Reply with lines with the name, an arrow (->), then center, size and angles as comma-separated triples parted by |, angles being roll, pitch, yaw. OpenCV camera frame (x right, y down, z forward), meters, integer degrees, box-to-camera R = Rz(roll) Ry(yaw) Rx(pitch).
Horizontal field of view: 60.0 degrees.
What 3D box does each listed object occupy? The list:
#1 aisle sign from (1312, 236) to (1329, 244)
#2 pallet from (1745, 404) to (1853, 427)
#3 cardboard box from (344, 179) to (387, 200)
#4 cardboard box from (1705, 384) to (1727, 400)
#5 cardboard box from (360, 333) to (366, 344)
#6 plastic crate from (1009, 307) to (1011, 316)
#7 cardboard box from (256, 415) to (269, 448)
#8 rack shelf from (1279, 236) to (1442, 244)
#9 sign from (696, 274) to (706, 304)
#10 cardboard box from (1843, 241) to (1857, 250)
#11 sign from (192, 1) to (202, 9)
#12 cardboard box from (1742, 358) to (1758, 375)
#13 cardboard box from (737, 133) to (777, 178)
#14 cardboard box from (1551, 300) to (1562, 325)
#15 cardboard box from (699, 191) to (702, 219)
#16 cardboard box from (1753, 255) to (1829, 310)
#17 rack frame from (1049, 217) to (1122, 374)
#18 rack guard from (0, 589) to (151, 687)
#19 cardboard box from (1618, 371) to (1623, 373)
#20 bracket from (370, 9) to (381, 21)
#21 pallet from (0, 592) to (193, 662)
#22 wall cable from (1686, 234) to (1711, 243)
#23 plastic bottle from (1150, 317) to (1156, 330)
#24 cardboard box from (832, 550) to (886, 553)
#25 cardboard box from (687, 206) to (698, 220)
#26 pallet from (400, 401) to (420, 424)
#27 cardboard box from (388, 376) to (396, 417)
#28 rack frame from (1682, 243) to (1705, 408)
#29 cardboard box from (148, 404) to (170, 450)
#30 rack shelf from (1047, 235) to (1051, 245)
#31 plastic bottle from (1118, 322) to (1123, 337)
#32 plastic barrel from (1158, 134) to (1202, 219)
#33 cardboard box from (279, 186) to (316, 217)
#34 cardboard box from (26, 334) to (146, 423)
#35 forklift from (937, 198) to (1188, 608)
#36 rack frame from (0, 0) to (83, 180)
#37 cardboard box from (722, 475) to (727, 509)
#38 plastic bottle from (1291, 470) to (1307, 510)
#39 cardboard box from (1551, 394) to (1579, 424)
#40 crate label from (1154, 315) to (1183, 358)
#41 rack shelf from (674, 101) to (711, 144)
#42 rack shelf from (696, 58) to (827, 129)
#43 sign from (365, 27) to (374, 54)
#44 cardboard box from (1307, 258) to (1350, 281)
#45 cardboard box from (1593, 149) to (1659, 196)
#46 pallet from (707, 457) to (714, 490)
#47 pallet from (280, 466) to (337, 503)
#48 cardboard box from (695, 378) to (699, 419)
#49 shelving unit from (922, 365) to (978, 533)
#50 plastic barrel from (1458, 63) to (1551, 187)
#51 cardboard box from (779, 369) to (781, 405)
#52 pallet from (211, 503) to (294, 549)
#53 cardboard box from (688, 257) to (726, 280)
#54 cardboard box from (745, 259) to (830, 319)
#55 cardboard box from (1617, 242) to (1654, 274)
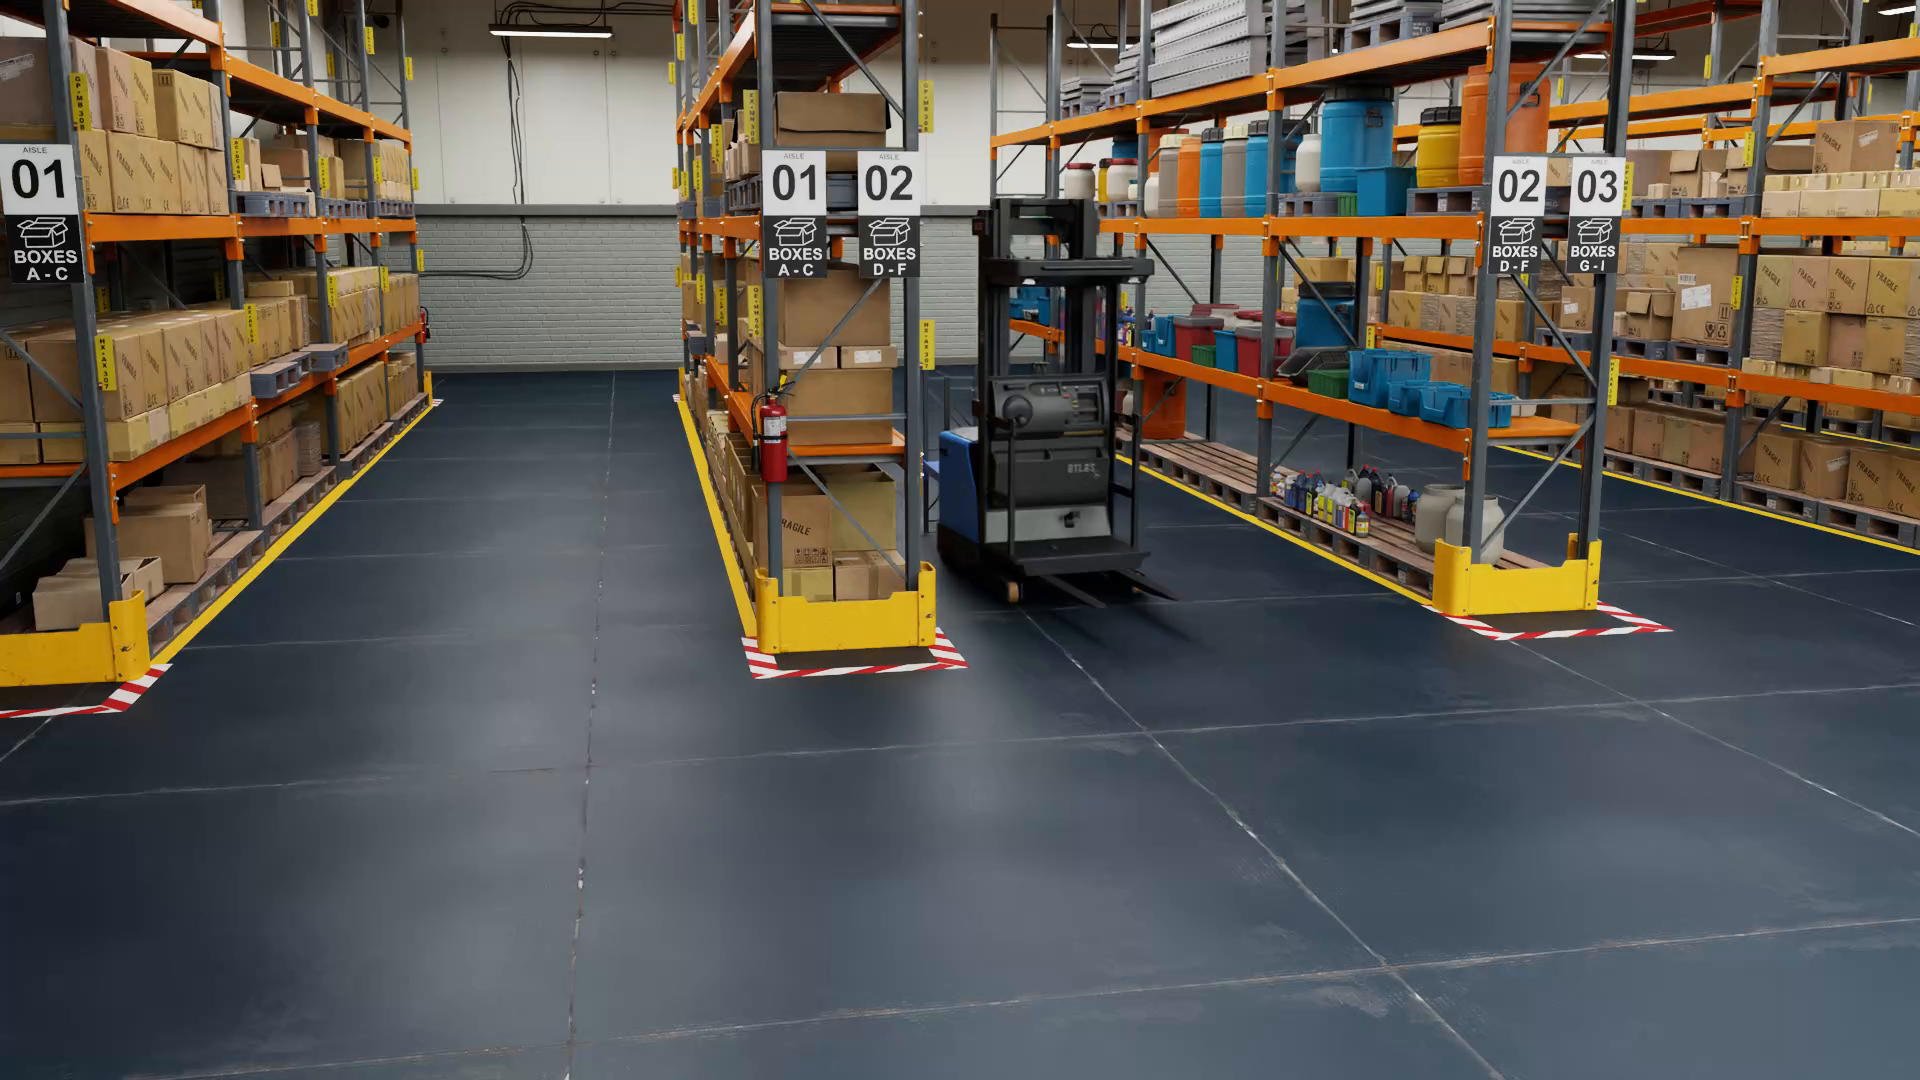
aisle sign -> 6.124, -5.385, 28.013 | 0.394, 0.787, 0.004 | -2, 11, -11
pallet -> 11.900, -1.775, 23.458 | 1.003, 0.211, 1.213 | -2, 11, -11
cardboard box -> -7.831, -4.601, 21.837 | 0.500, 0.250, 0.500 | -2, 11, -11
cardboard box -> 11.390, -2.345, 24.557 | 0.500, 0.500, 0.500 | -2, 11, -9
cardboard box -> -7.442, -2.456, 20.197 | 0.380, 0.149, 0.250 | -2, 11, -11
plastic crate -> 0.823, -3.560, 25.923 | 0.250, 0.136, 0.298 | -2, 11, -11
cardboard box -> -6.752, -1.009, 15.480 | 0.500, 0.250, 0.500 | -2, 11, -13
rack shelf -> 6.232, -4.837, 25.989 | 1.077, 0.370, 4.000 | -2, 11, -11
sign -> -2.849, -2.765, 18.318 | 0.100, 0.325, 0.005 | -2, 11, -11
cardboard box -> 15.489, -5.083, 28.703 | 0.380, 0.149, 0.250 | -2, 11, -13
sign -> -7.721, -5.539, 16.809 | 0.100, 0.325, 0.005 | -2, 11, -11
cardboard box -> 7.924, -1.709, 16.325 | 0.380, 0.149, 0.250 | -2, 11, -11
cardboard box -> -1.353, -2.798, 12.093 | 0.500, 0.311, 0.500 | -1, 11, -4
cardboard box -> 7.572, -2.765, 20.932 | 0.500, 0.500, 0.500 | -2, 11, -9
cardboard box -> -2.536, -3.952, 19.147 | 0.910, 0.500, 0.500 | -2, 11, -11
cardboard box -> 8.015, -2.477, 15.953 | 0.500, 0.500, 0.500 | -2, 11, -11
rack frame -> 1.763, -3.170, 23.329 | 1.000, 3.000, 0.127 | -2, 11, -11
rack guard -> -5.636, 0.605, 10.180 | 1.175, 0.500, 0.348 | -2, 11, -11
cardboard box -> 10.935, -2.804, 27.110 | 0.380, 0.149, 0.250 | -2, 11, -8
bracket -> -10.185, -9.138, 29.012 | 0.076, 0.066, 3.189 | -2, 11, -11
pallet -> -5.759, 0.597, 10.996 | 1.003, 0.211, 1.213 | -2, 11, -11
wall cable -> 15.833, -6.030, 35.639 | 0.588, 1.984, 0.122 | -2, 11, -11
plastic bottle -> 2.504, -2.721, 21.301 | 0.152, 0.276, 0.135 | -2, 11, -11
cardboard box -> -0.750, 0.157, 12.081 | 0.500, 0.250, 0.500 | -2, 11, -11
cardboard box -> -3.452, -4.470, 22.537 | 0.500, 0.250, 0.500 | -2, 11, -11
pallet -> -8.267, -1.806, 23.622 | 1.003, 0.211, 1.213 | -2, 11, -11
cardboard box -> -8.000, -1.929, 22.371 | 0.700, 0.500, 0.500 | -2, 11, -10
rack frame -> 11.506, -3.512, 25.125 | 1.000, 3.000, 0.127 | -2, 11, -11
cardboard box -> -5.519, -0.741, 10.913 | 0.500, 0.250, 0.500 | -2, 11, -13
rack shelf -> 1.374, -4.657, 25.043 | 1.077, 0.370, 4.000 | -2, 11, -11
plastic bottle -> 1.956, -2.532, 20.319 | 0.097, 0.271, 0.097 | 0, 11, 0
plastic barrel -> 2.488, -3.998, 18.314 | 0.600, 0.901, 0.600 | 0, 11, 0
cardboard box -> -6.772, -3.393, 16.665 | 0.500, 0.311, 0.500 | -2, 11, -11
cardboard box -> -5.419, -1.012, 10.332 | 0.500, 0.500, 0.500 | -2, 11, -11
forklift -> 0.758, -1.057, 12.413 | 1.130, 2.935, 3.031 | -4, 11, -18
rack frame -> -5.621, -3.556, 9.312 | 1.000, 3.000, 0.127 | -2, 11, -11
cardboard box -> -1.906, -0.444, 15.239 | 0.500, 0.250, 0.500 | -2, 11, -12
plastic bottle -> 3.069, -0.454, 14.969 | 0.144, 0.351, 0.185 | -2, 11, -9
cardboard box -> 7.549, -1.482, 19.971 | 0.700, 0.500, 0.500 | -3, 11, -14
crate label -> 2.469, -2.262, 18.462 | 0.502, 0.435, 0.616 | -2, 11, -11
rack shelf -> -3.486, -5.949, 23.820 | 1.077, 0.370, 4.000 | -2, 11, -11
rack shelf -> -1.930, -4.287, 16.148 | 1.077, 0.370, 4.000 | -2, 11, -11
sign -> -7.425, -6.276, 20.895 | 0.100, 0.325, 0.005 | -2, 11, -11
cardboard box -> 5.876, -4.240, 26.552 | 0.500, 0.500, 0.500 | -2, 11, -13
cardboard box -> 7.438, -4.104, 18.609 | 0.500, 0.500, 0.500 | -2, 11, -13
pallet -> -2.197, -0.735, 17.992 | 1.003, 0.211, 1.213 | -2, 11, -11
pallet -> -7.026, -0.563, 17.089 | 1.003, 0.211, 1.213 | -2, 11, -11
cardboard box -> -3.242, -1.881, 22.066 | 0.500, 0.500, 0.500 | -3, 11, -14
shelving unit -> 0.017, -0.721, 14.474 | 0.538, 1.500, 1.048 | -2, 11, -11
plastic barrel -> 3.878, -2.944, 11.850 | 0.600, 0.830, 0.708 | -2, 11, -11
cardboard box -> -0.948, -1.021, 11.771 | 0.700, 0.500, 0.500 | -2, 11, -10
pallet -> -6.552, -0.115, 14.738 | 1.003, 0.211, 1.213 | -2, 11, -11
cardboard box -> -3.449, -3.614, 22.721 | 0.500, 0.500, 0.500 | -2, 11, -11
cardboard box -> -1.448, -2.129, 14.120 | 0.700, 0.500, 0.500 | -2, 11, -11
cardboard box -> 10.841, -4.558, 26.885 | 0.500, 0.500, 0.500 | -2, 11, -13
